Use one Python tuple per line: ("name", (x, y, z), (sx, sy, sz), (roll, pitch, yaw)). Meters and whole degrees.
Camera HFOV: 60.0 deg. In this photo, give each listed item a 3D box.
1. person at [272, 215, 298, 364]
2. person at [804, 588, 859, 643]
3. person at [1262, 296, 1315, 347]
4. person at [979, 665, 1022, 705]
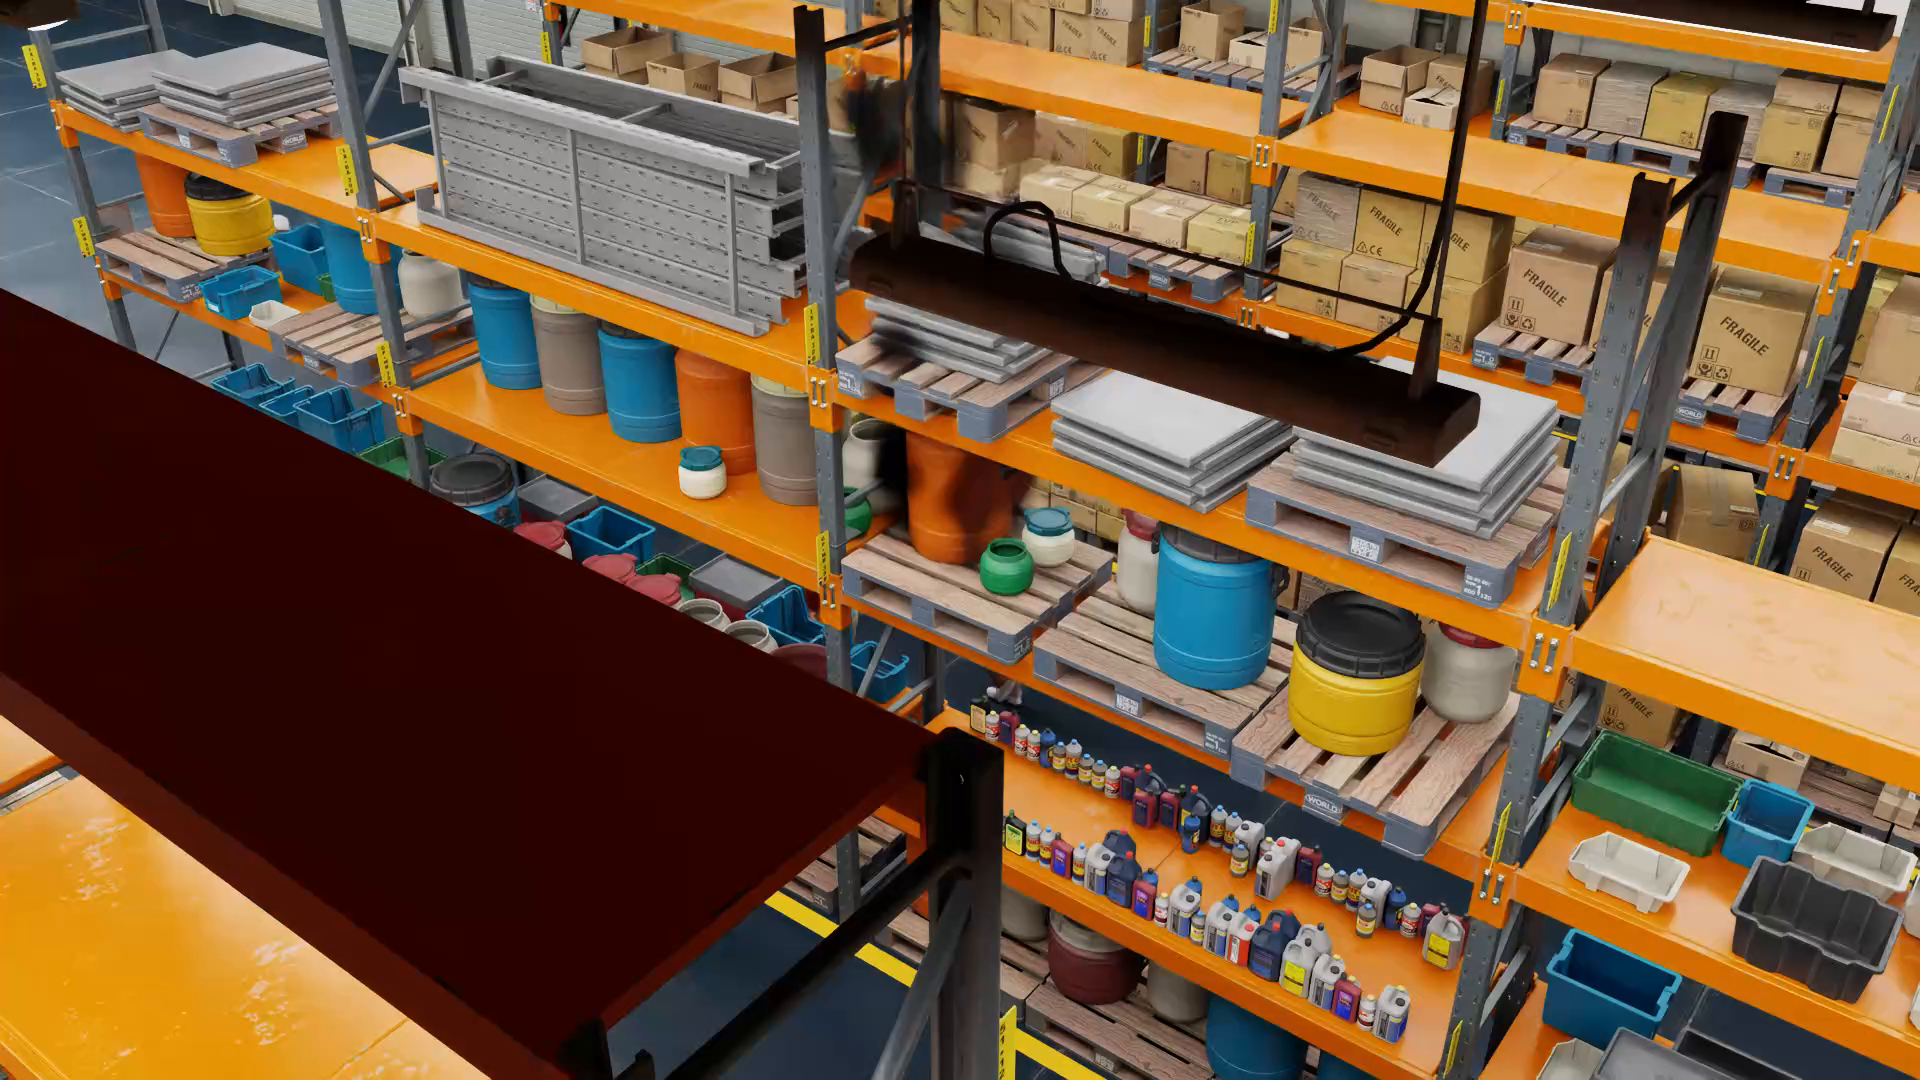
("person", (-7.322, -2.692, 18.016), (0.597, 1.721, 0.690), (-19, 36, -28))
("person", (-0.949, 0.613, 12.637), (0.919, 1.716, 0.673), (18, 36, 27))
("person", (3.076, -1.515, 16.100), (0.795, 1.820, 0.635), (22, 38, 31))
("person", (0.289, 0.531, 12.834), (0.520, 1.626, 0.556), (21, 37, 30))
